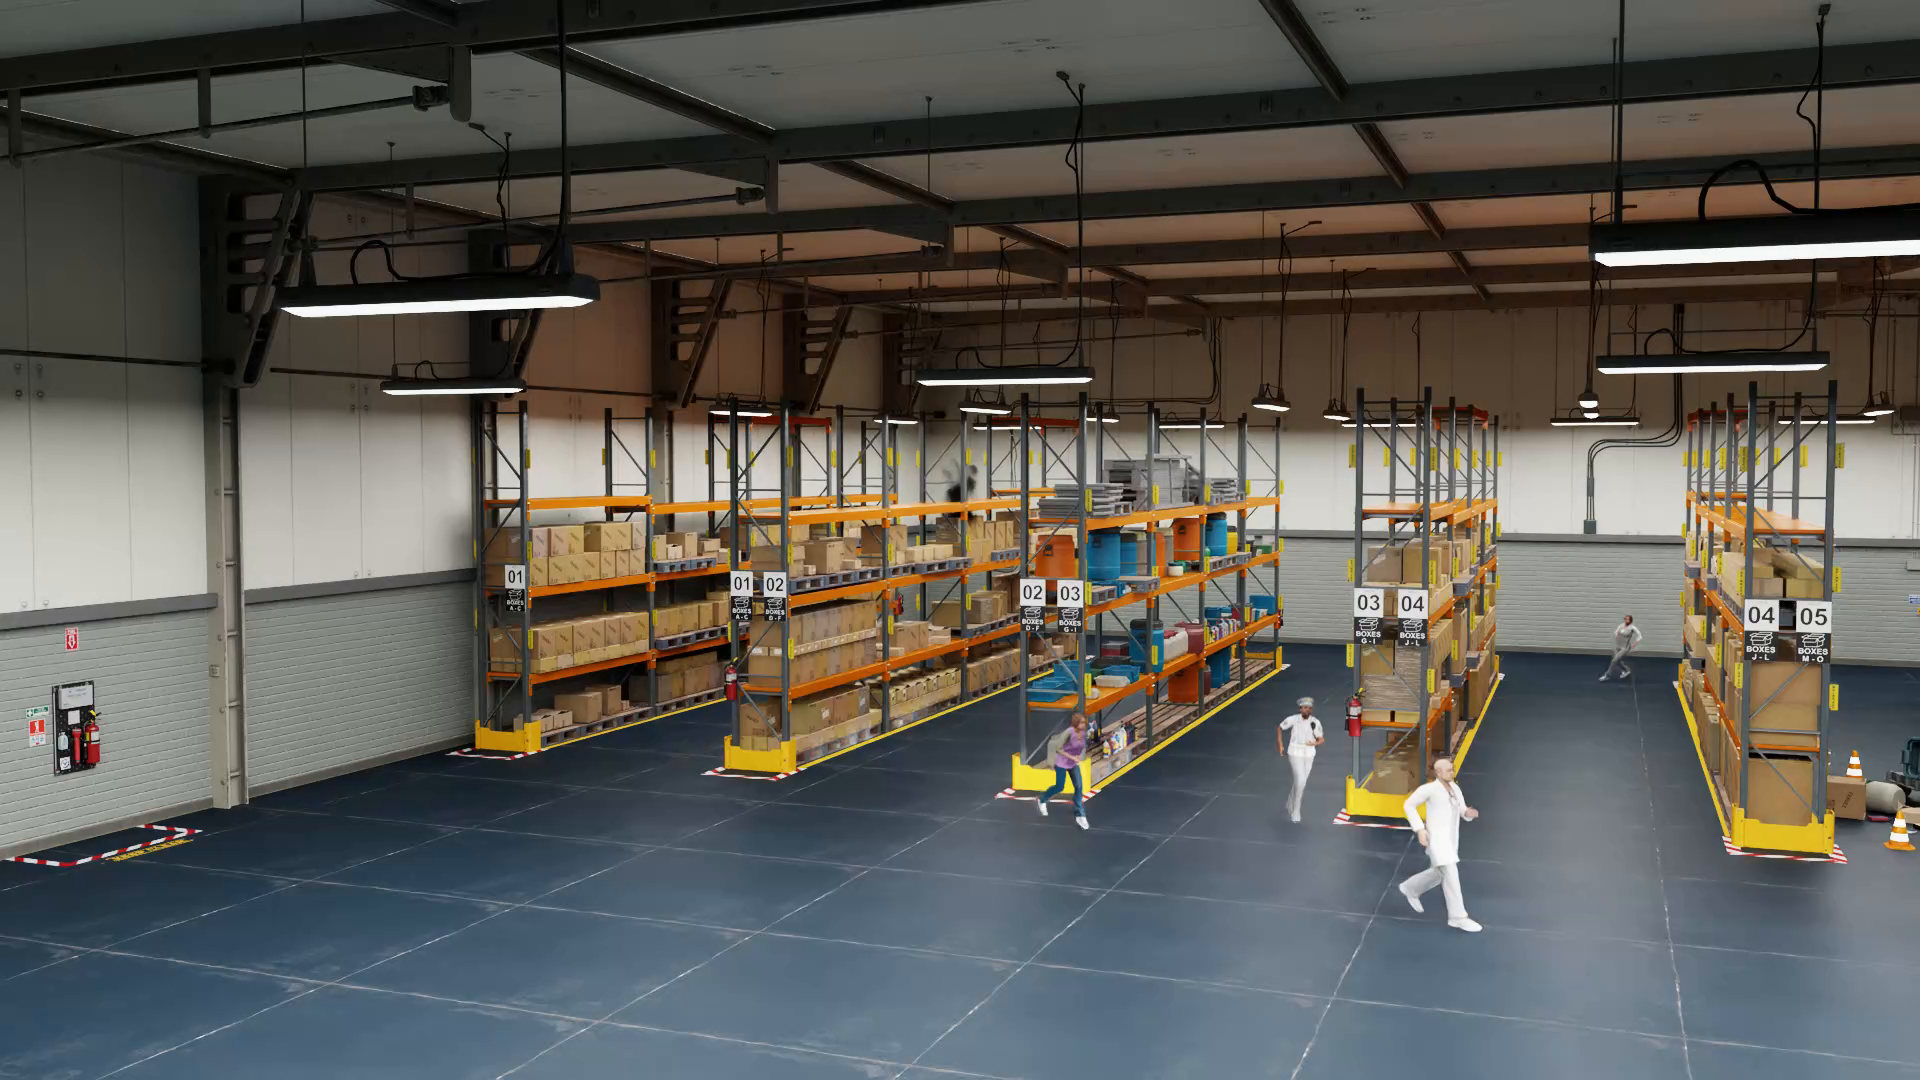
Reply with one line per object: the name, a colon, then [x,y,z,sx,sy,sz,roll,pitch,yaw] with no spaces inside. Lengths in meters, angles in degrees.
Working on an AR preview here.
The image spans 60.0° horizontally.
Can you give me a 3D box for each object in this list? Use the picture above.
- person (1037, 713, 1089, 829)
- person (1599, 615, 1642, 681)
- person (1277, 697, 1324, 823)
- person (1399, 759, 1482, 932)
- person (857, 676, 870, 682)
person: [1.444,3.120,22.813,0.579,1.529,0.993,-3,4,-43]
person: [14.862,2.421,37.347,0.770,1.524,0.632,-1,3,-22]
person: [4.758,3.039,23.203,0.578,1.726,0.694,-1,3,-12]
person: [5.128,3.215,17.793,0.704,1.762,1.048,-2,4,-41]
person: [-2.040,2.234,33.869,0.611,1.661,0.483,1,3,18]
